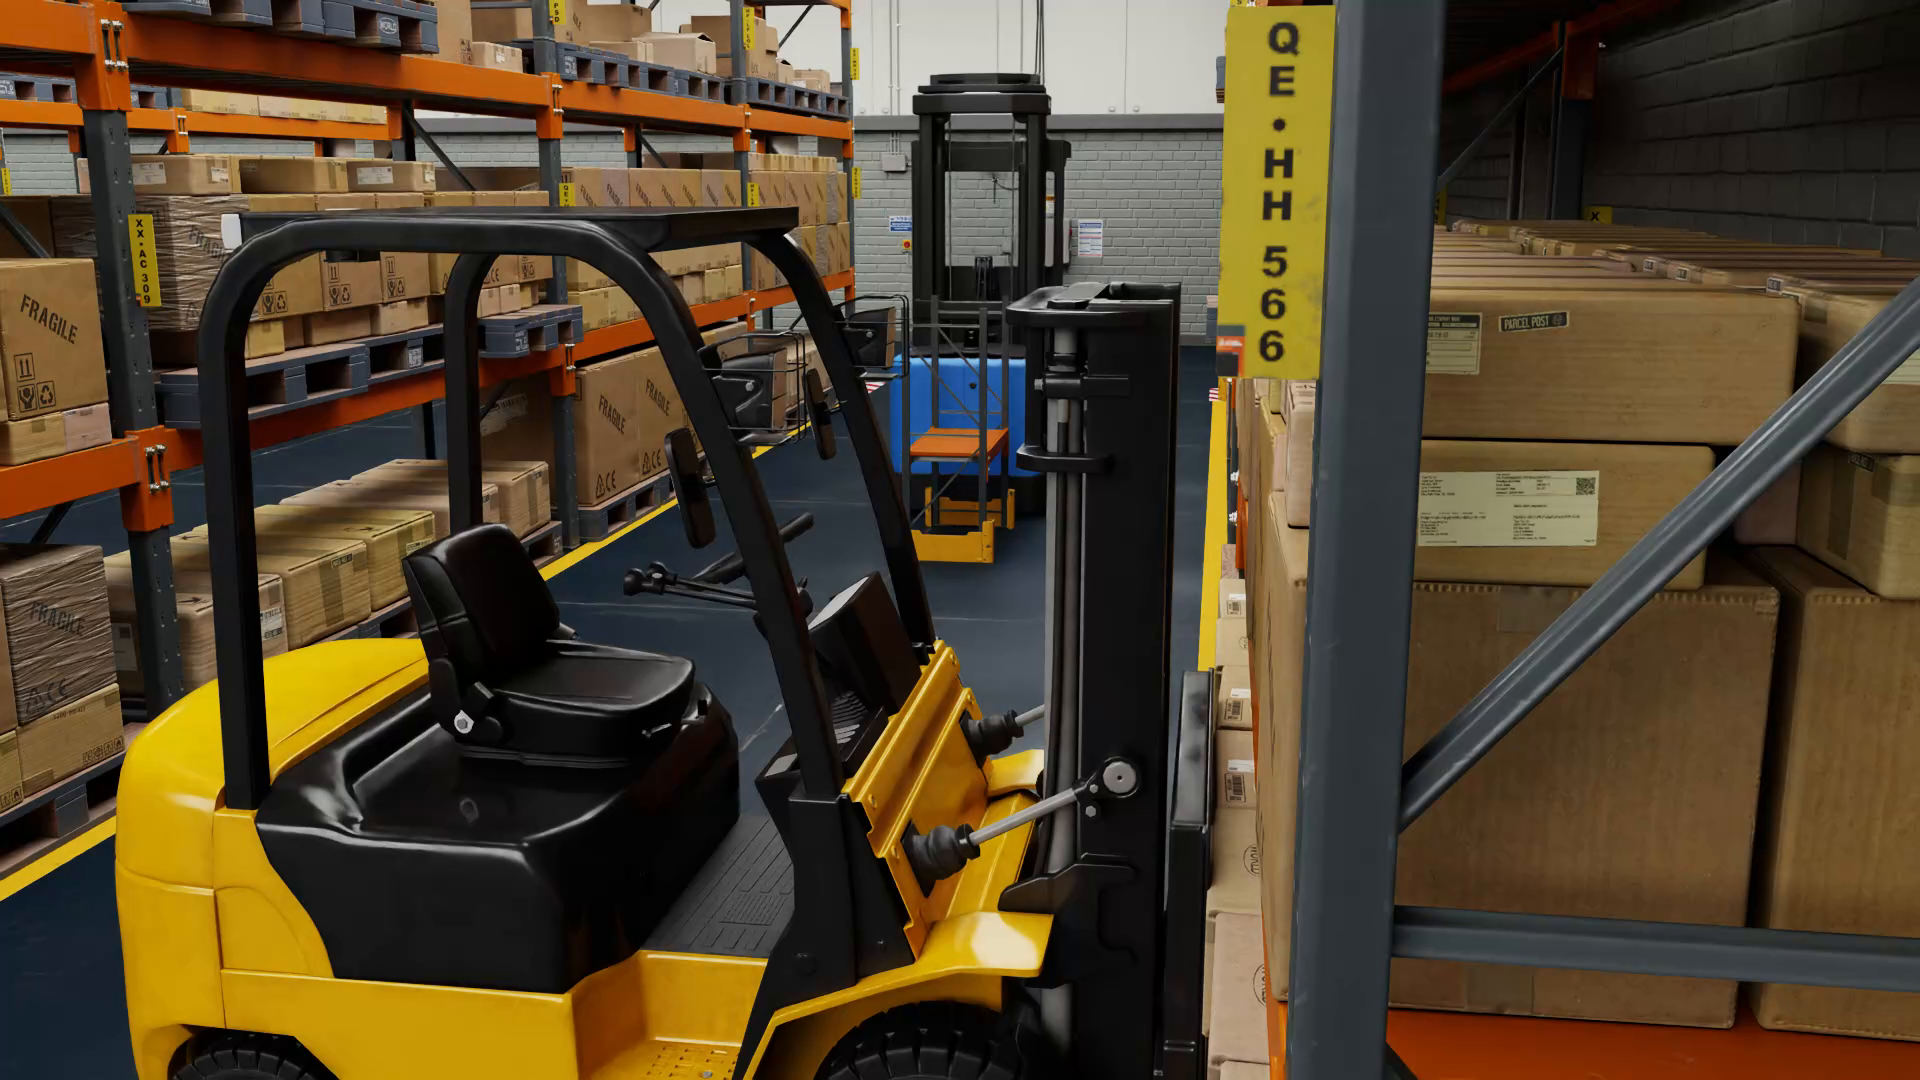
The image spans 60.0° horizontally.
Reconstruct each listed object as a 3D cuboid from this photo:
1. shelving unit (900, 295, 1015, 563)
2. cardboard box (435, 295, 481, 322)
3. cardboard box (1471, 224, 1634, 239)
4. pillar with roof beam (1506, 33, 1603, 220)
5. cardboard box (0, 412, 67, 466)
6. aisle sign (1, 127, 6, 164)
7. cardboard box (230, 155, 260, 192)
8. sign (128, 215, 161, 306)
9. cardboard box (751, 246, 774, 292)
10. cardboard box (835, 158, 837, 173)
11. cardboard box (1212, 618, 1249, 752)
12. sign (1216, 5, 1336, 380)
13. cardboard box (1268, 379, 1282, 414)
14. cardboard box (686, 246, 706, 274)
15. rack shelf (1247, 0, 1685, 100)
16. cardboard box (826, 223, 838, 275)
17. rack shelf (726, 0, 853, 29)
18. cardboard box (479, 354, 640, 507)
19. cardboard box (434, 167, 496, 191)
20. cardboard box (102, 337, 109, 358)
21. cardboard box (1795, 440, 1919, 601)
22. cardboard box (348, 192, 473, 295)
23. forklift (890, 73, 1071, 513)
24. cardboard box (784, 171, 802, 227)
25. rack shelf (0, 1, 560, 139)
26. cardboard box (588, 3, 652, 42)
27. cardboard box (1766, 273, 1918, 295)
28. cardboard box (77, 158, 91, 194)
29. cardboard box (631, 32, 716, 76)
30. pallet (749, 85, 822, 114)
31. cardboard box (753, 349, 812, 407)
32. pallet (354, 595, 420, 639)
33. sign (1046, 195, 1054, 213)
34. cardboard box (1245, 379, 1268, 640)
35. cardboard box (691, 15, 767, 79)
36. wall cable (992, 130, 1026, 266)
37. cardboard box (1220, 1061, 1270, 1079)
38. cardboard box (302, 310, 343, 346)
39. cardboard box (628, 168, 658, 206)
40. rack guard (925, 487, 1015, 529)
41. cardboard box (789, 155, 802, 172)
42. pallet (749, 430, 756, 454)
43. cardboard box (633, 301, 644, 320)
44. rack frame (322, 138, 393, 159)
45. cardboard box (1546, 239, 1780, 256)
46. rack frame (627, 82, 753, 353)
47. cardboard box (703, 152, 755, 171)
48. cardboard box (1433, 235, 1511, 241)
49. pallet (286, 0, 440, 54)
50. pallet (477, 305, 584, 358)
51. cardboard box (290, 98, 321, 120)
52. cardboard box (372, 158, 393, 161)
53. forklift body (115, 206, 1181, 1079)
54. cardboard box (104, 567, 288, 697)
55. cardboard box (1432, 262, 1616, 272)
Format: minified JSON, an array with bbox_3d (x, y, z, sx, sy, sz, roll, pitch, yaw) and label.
[{"bbox_3d":[-0.012,-0.717,10.262,0.587,1.500,1.083,2,12,9],"label":"shelving unit"},{"bbox_3d":[-2.714,-1.214,8.607,0.380,0.149,0.250,2,12,10],"label":"cardboard box"},{"bbox_3d":[1.576,-0.765,4.442,0.380,0.149,0.250,2,12,8],"label":"cardboard box"},{"bbox_3d":[-1.515,-4.041,7.884,9.100,9.000,0.400,2,12,9],"label":"pillar with roof beam"},{"bbox_3d":[-3.252,-0.345,5.571,0.380,0.149,0.250,2,12,10],"label":"cardboard box"},{"bbox_3d":[-11.111,-4.692,18.974,0.394,0.787,0.004,2,12,9],"label":"aisle sign"},{"bbox_3d":[-6.774,-3.279,15.272,0.500,0.500,0.500,2,12,7],"label":"cardboard box"},{"bbox_3d":[-2.935,-1.004,5.977,0.100,0.325,0.005,2,12,9],"label":"sign"},{"bbox_3d":[-1.911,-2.400,14.274,0.500,0.500,0.500,2,12,11],"label":"cardboard box"},{"bbox_3d":[-1.484,-3.868,17.173,0.380,0.149,0.250,2,12,9],"label":"cardboard box"},{"bbox_3d":[0.960,0.410,4.628,0.500,0.250,0.500,2,12,9],"label":"cardboard box"},{"bbox_3d":[0.284,-0.306,1.484,0.100,0.325,0.005,2,12,9],"label":"sign"},{"bbox_3d":[0.768,-0.319,3.077,0.380,0.149,0.250,2,12,9],"label":"cardboard box"},{"bbox_3d":[-2.213,-2.121,12.386,0.500,0.250,0.500,2,12,10],"label":"cardboard box"},{"bbox_3d":[1.126,-1.135,3.228,1.077,0.370,4.000,2,12,9],"label":"rack shelf"},{"bbox_3d":[-1.531,-2.931,16.735,0.500,0.500,0.500,2,12,7],"label":"cardboard box"},{"bbox_3d":[-1.934,-5.064,15.288,1.077,0.370,4.000,2,12,9],"label":"rack shelf"},{"bbox_3d":[-2.669,-0.737,10.841,0.875,0.875,0.875,2,12,8],"label":"cardboard box"},{"bbox_3d":[-3.036,-2.083,10.429,0.500,0.500,0.500,2,12,7],"label":"cardboard box"},{"bbox_3d":[-3.666,-0.795,6.663,0.380,0.149,0.250,2,12,9],"label":"cardboard box"},{"bbox_3d":[1.126,-0.032,1.746,0.380,0.149,0.250,2,12,7],"label":"cardboard box"},{"bbox_3d":[-2.797,-1.512,8.451,0.500,0.500,0.500,1,12,5],"label":"cardboard box"},{"bbox_3d":[0.231,-1.875,12.236,1.130,2.935,3.031,2,12,8],"label":"forklift"},{"bbox_3d":[-1.755,-3.102,15.158,0.500,0.500,0.500,2,12,10],"label":"cardboard box"},{"bbox_3d":[-3.164,-2.128,7.834,1.077,0.370,4.000,2,12,9],"label":"rack shelf"},{"bbox_3d":[-2.664,-3.809,12.692,0.500,0.500,0.500,2,12,8],"label":"cardboard box"},{"bbox_3d":[1.183,-0.232,1.966,0.380,0.149,0.250,2,12,11],"label":"cardboard box"},{"bbox_3d":[-3.531,-1.561,7.136,0.380,0.149,0.250,2,12,7],"label":"cardboard box"},{"bbox_3d":[-2.170,-3.700,12.636,0.500,0.311,0.500,2,12,9],"label":"cardboard box"},{"bbox_3d":[-1.916,-4.108,15.527,1.003,0.211,1.213,2,12,9],"label":"pallet"},{"bbox_3d":[-1.902,-1.529,15.551,0.875,0.438,0.875,2,12,7],"label":"cardboard box"},{"bbox_3d":[-3.169,0.350,8.371,1.003,0.211,1.213,2,12,9],"label":"pallet"},{"bbox_3d":[1.248,-4.620,22.849,0.339,0.242,0.001,2,12,9],"label":"sign"},{"bbox_3d":[0.868,-0.083,3.523,0.500,0.500,0.500,2,12,9],"label":"cardboard box"},{"bbox_3d":[-1.944,-4.147,14.025,0.500,0.500,0.500,2,12,10],"label":"cardboard box"},{"bbox_3d":[0.621,-4.722,22.875,0.588,1.984,0.122,2,12,9],"label":"wall cable"},{"bbox_3d":[0.581,0.940,2.168,0.500,0.250,0.500,2,12,11],"label":"cardboard box"},{"bbox_3d":[-2.979,-0.949,7.379,0.380,0.149,0.250,2,12,10],"label":"cardboard box"},{"bbox_3d":[-2.378,-2.273,11.308,0.500,0.500,0.500,2,12,10],"label":"cardboard box"},{"bbox_3d":[0.065,-0.210,10.874,0.587,0.250,0.087,2,12,9],"label":"rack guard"},{"bbox_3d":[-1.684,-3.491,15.420,0.380,0.149,0.250,2,12,9],"label":"cardboard box"},{"bbox_3d":[-2.286,-0.736,13.407,1.003,0.211,1.213,2,12,9],"label":"pallet"},{"bbox_3d":[-2.385,-1.666,11.462,0.500,0.250,0.500,2,12,11],"label":"cardboard box"},{"bbox_3d":[-6.533,-3.234,18.380,1.000,3.000,0.127,2,12,9],"label":"rack frame"},{"bbox_3d":[1.347,-0.500,3.208,0.380,0.149,0.250,2,12,9],"label":"cardboard box"},{"bbox_3d":[-2.242,-2.262,13.870,1.000,3.000,0.127,2,12,9],"label":"rack frame"},{"bbox_3d":[-1.937,-3.174,13.952,0.380,0.149,0.250,2,12,8],"label":"cardboard box"},{"bbox_3d":[0.950,-0.568,3.527,0.380,0.149,0.250,2,12,9],"label":"cardboard box"},{"bbox_3d":[-3.115,-2.312,7.429,1.213,0.211,1.003,2,12,9],"label":"pallet"},{"bbox_3d":[-2.861,-1.184,9.322,1.213,0.211,1.003,2,12,9],"label":"pallet"},{"bbox_3d":[-6.565,-4.203,16.114,0.500,0.250,0.500,2,12,11],"label":"cardboard box"},{"bbox_3d":[-6.358,-3.814,17.754,0.500,0.500,0.500,2,12,7],"label":"cardboard box"},{"bbox_3d":[-0.693,0.357,3.732,2.313,2.155,1.214,2,12,9],"label":"forklift body"},{"bbox_3d":[-3.394,0.373,6.882,0.950,0.372,0.625,2,12,9],"label":"cardboard box"},{"bbox_3d":[0.686,-0.305,2.304,0.380,0.149,0.250,2,12,10],"label":"cardboard box"}]
